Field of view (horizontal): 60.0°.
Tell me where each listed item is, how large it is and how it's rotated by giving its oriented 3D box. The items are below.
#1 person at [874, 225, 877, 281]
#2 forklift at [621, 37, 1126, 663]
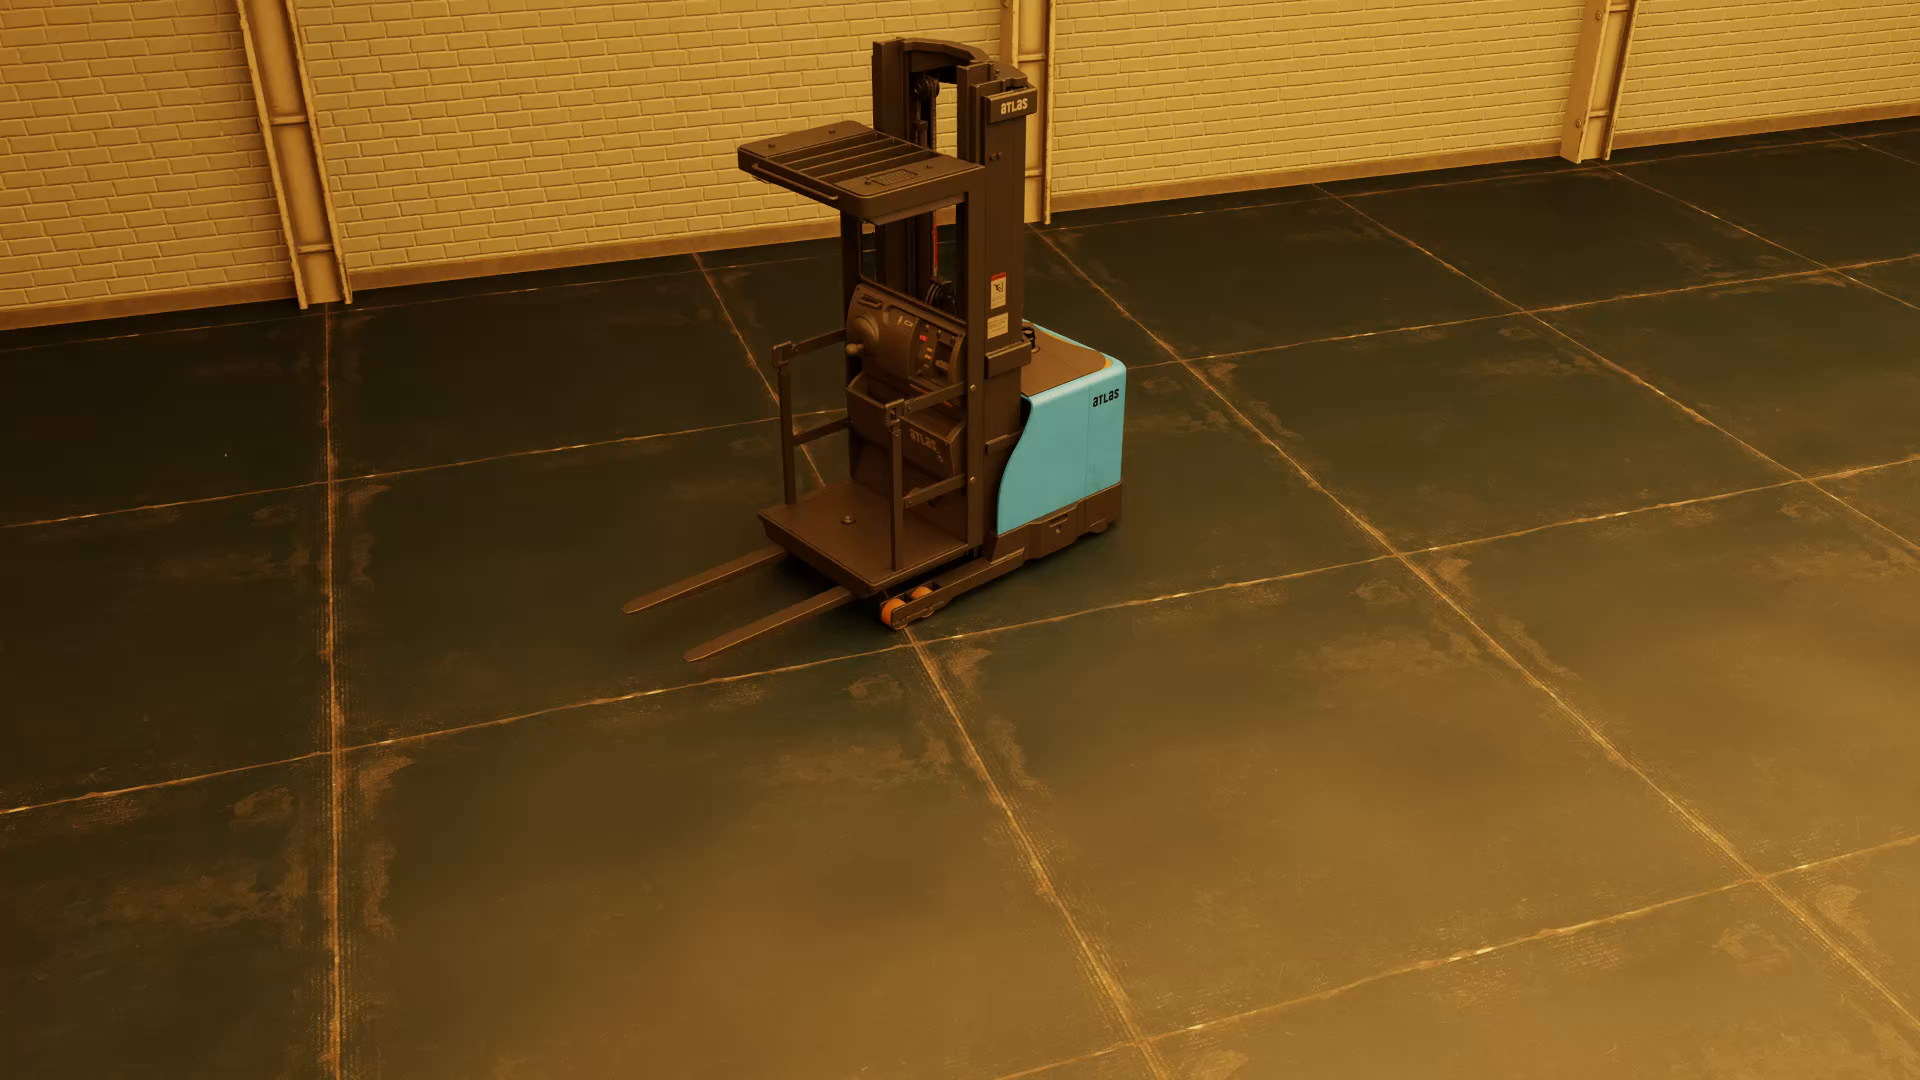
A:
[{"bbox_3d":[-0.379,-1.779,11.391,0.416,1.721,0.708,-2,30,-3],"label":"person"},{"bbox_3d":[-0.461,-1.072,8.951,3.031,2.935,1.130,-23,37,-34],"label":"forklift"}]
